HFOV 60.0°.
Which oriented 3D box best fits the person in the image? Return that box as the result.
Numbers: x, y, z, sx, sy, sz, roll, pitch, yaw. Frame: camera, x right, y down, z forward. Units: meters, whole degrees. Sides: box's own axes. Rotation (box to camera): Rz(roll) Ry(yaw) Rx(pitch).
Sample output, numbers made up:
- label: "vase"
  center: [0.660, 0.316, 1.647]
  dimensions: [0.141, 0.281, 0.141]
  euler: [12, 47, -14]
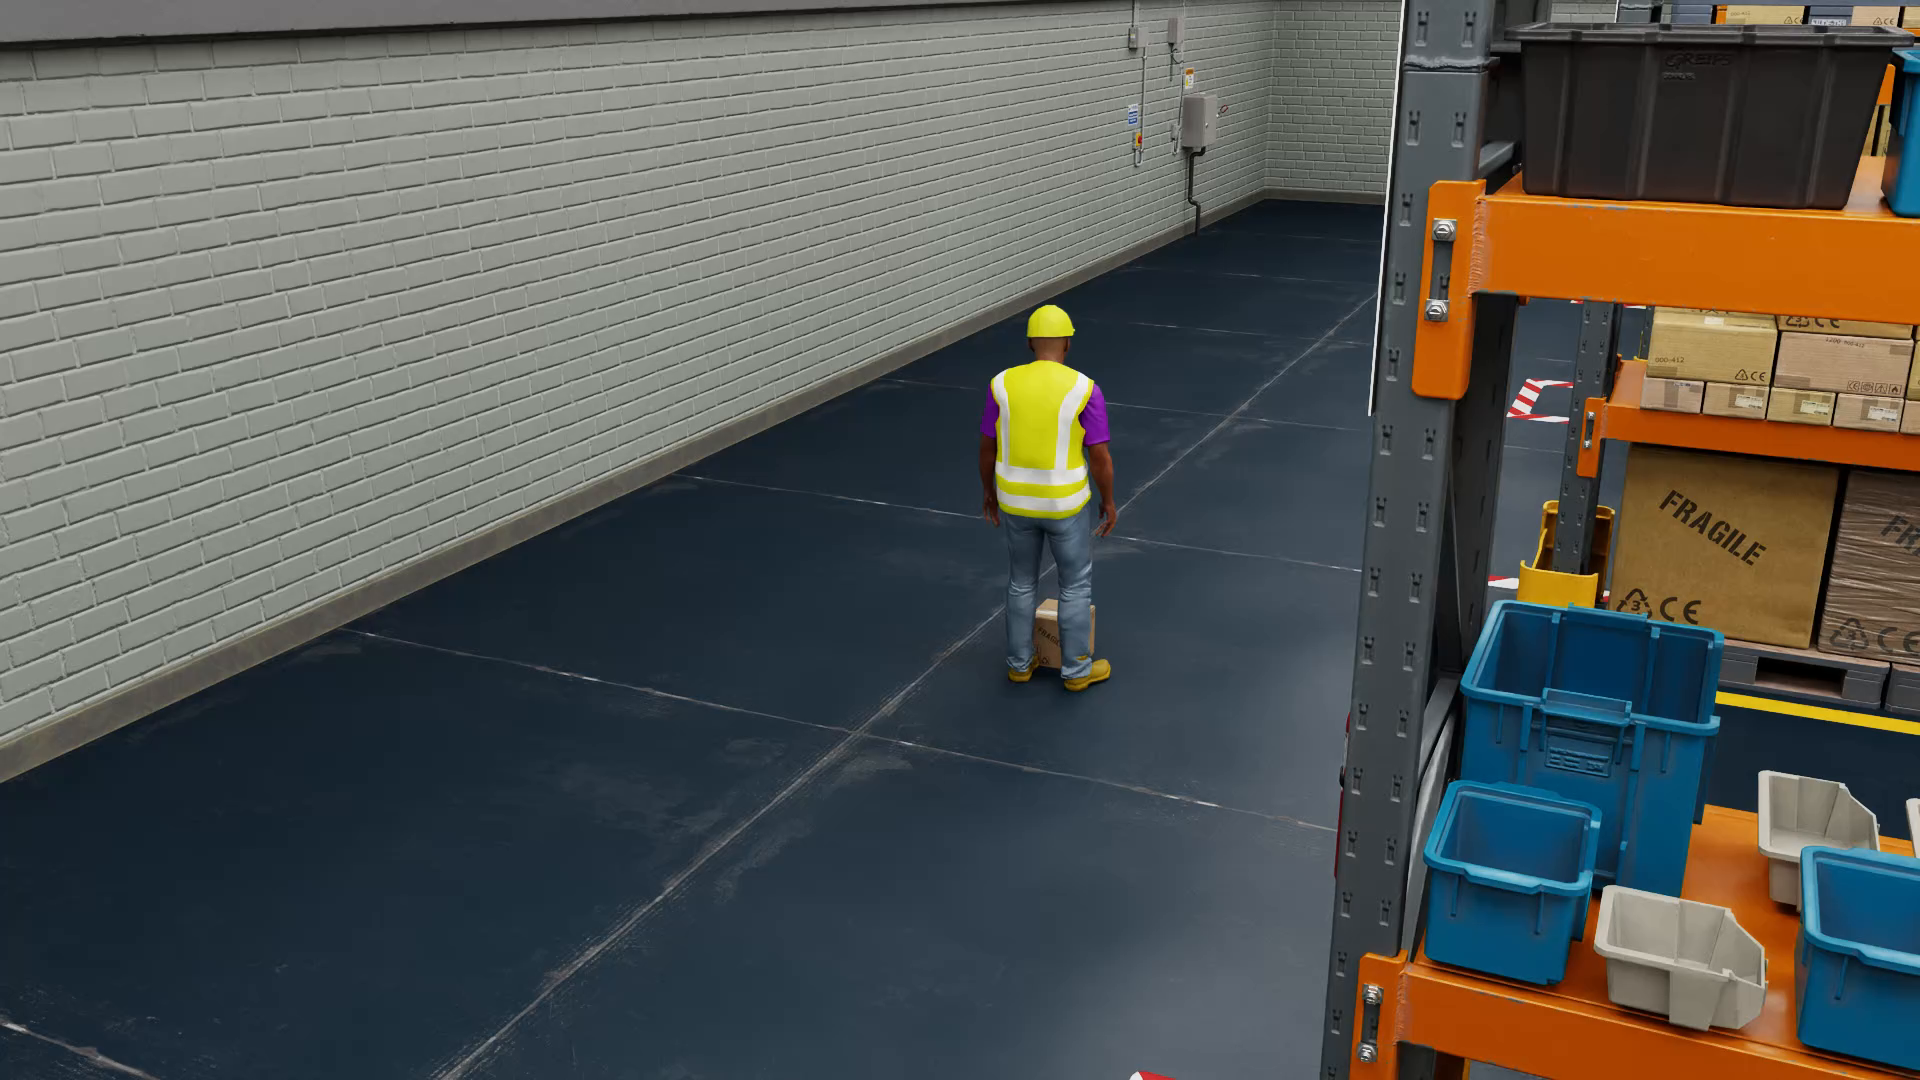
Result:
- label: "person"
  center: [0.399, -0.189, 7.586]
  dimensions: [0.637, 1.761, 0.455]
  euler: [7, 20, 20]
